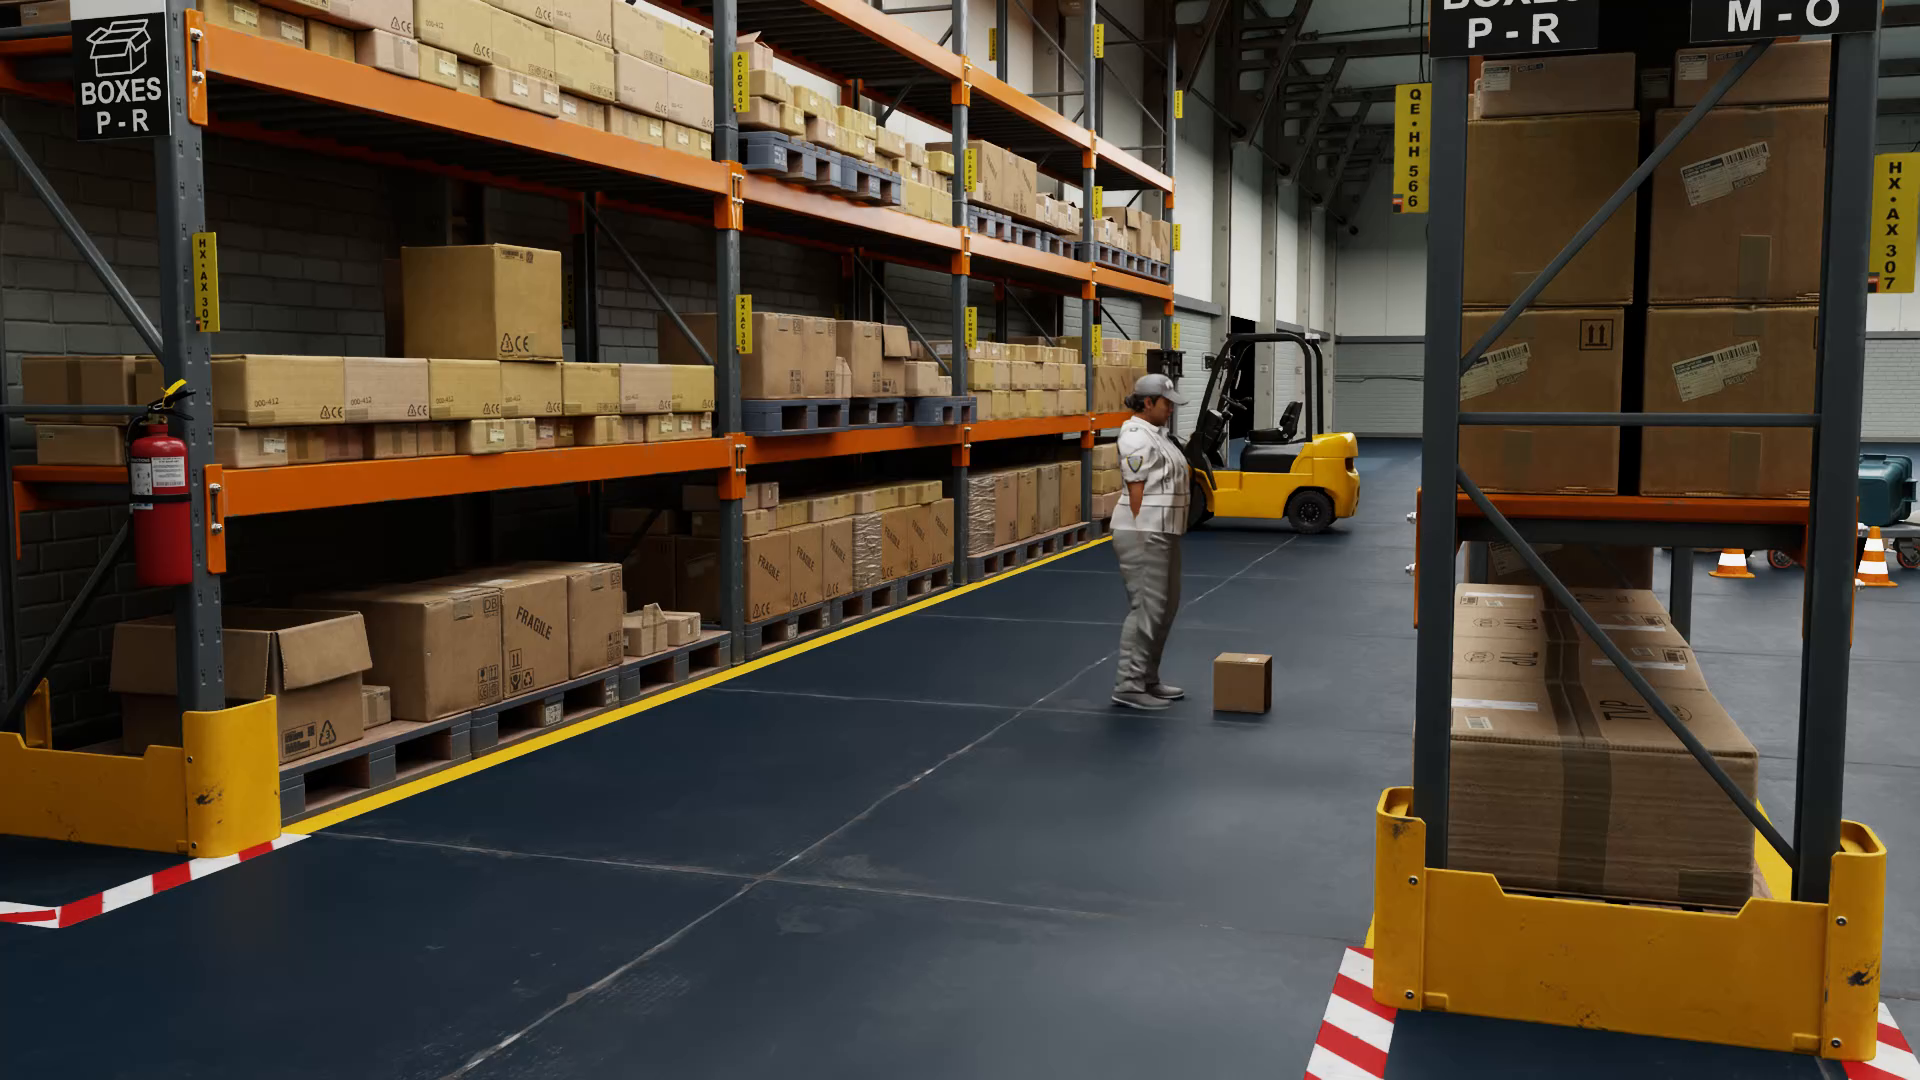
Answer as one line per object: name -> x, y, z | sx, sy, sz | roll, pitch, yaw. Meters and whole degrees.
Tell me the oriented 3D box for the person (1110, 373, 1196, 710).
person -> 0.963, -0.001, 8.357 | 0.390, 1.666, 0.470 | 2, 6, 20
